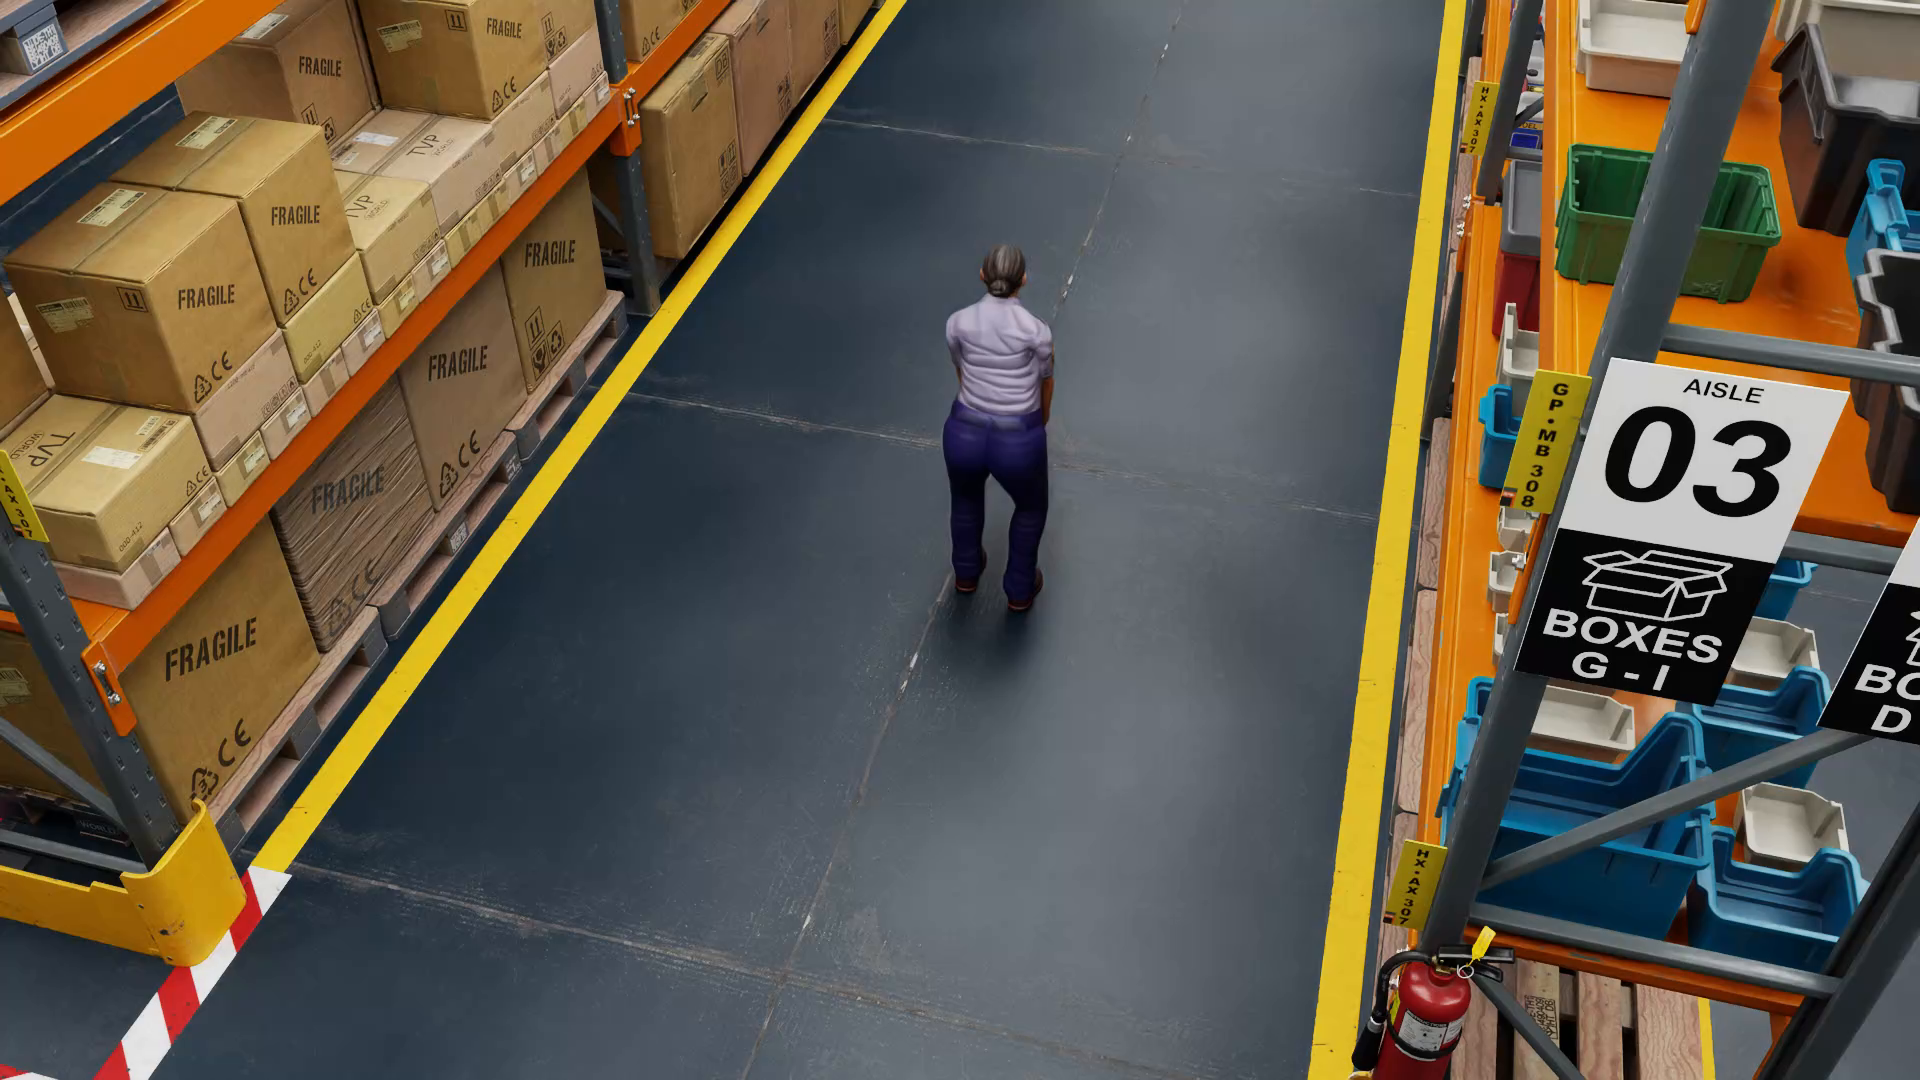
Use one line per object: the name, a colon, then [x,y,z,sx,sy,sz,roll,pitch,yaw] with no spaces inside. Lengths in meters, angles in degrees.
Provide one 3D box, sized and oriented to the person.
person: [0.158,-0.443,6.711,0.441,1.609,0.571,9,42,10]
